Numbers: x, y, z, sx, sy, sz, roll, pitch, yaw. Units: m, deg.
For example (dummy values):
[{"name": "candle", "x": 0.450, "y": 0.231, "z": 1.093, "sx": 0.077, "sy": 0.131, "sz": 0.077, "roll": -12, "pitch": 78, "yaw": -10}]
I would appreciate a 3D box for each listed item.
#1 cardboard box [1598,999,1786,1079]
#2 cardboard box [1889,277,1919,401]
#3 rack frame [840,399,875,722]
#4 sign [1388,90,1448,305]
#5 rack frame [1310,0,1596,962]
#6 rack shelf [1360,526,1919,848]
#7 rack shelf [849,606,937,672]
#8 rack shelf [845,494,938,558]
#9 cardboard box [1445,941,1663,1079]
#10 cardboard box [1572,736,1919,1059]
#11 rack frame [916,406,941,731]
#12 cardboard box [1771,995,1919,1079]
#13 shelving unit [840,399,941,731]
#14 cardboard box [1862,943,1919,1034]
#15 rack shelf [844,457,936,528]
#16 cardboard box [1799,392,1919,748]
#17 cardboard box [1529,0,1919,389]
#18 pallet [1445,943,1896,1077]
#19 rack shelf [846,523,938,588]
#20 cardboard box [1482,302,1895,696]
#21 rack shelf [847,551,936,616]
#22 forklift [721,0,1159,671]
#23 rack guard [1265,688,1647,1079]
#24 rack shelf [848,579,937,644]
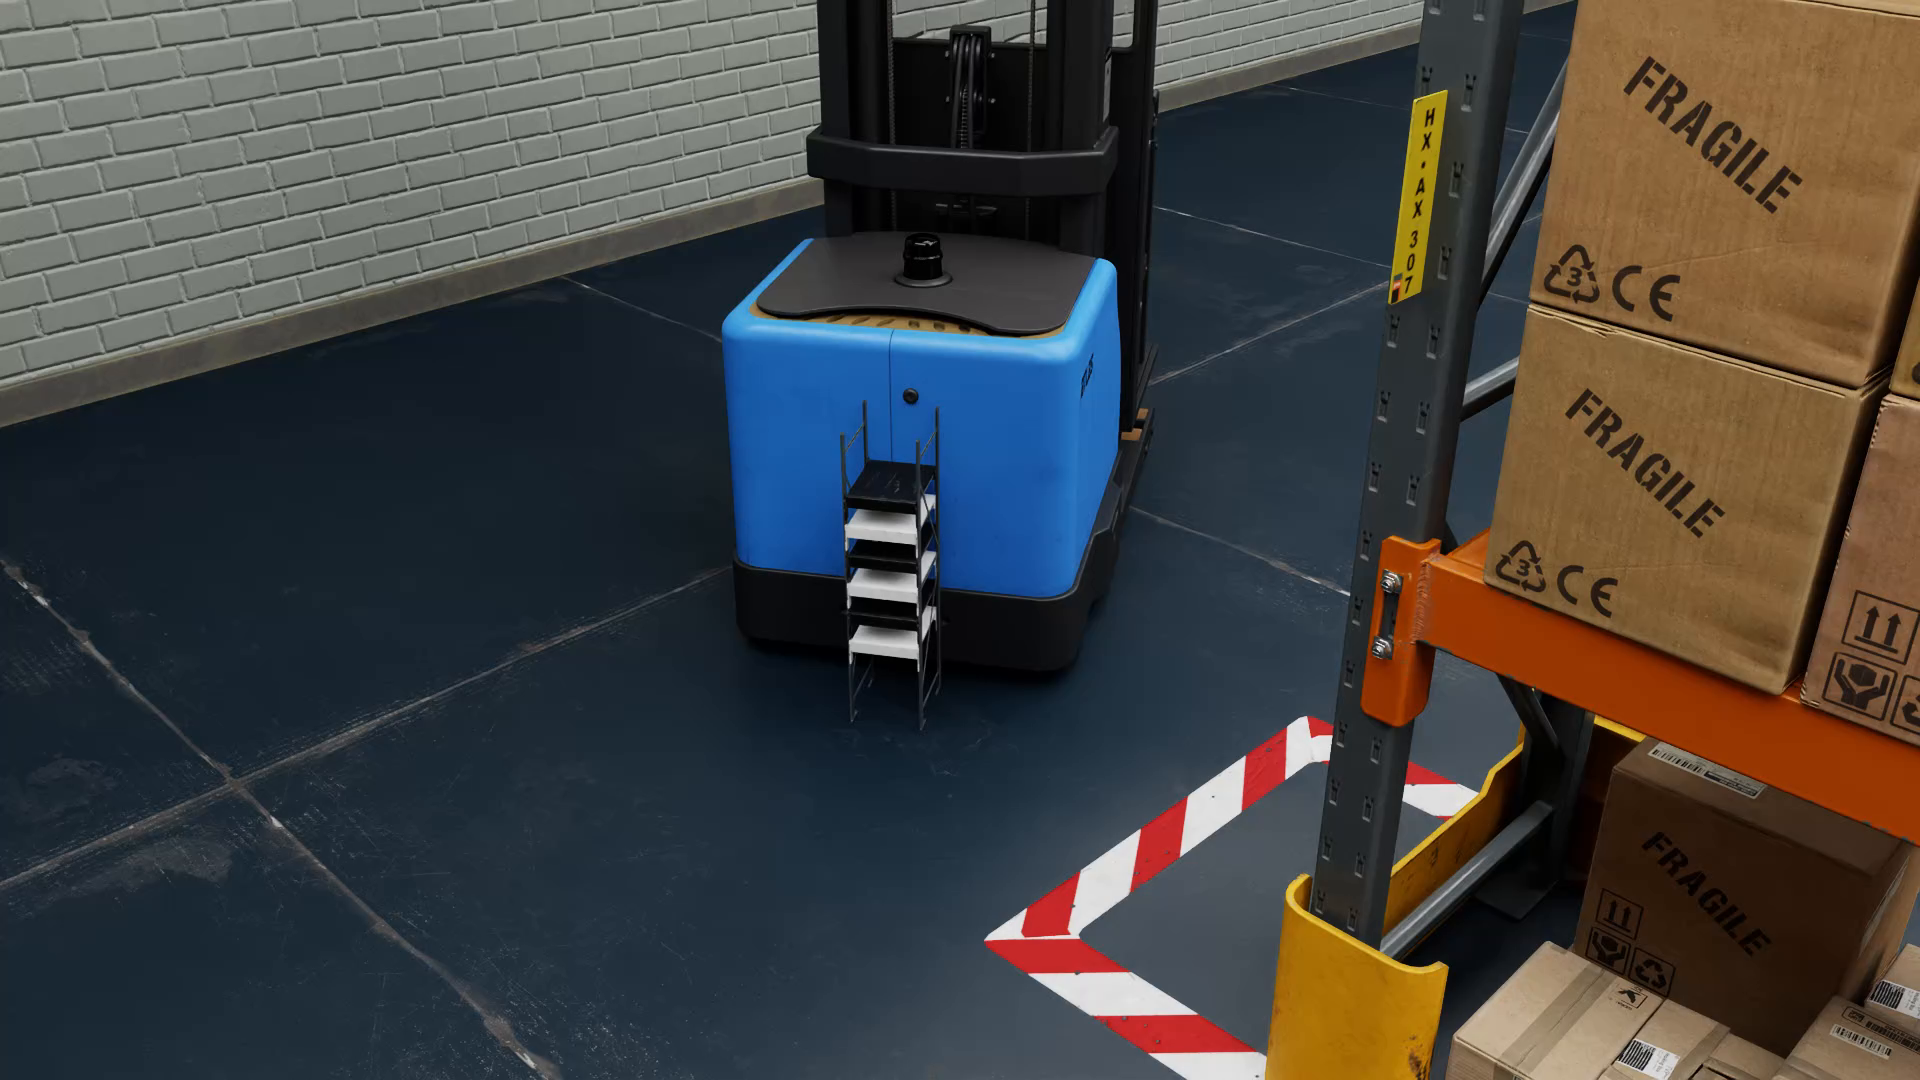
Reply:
[{"name": "cardboard box", "x": 1.338, "y": 1.058, "z": 3.086, "sx": 0.250, "sy": 0.166, "sz": 0.380, "roll": 25, "pitch": 36, "yaw": 38}, {"name": "cardboard box", "x": 1.611, "y": -0.420, "z": 2.143, "sx": 0.500, "sy": 0.500, "sz": 0.500, "roll": -25, "pitch": 37, "yaw": -39}, {"name": "rack frame", "x": -0.284, "y": 0.068, "z": 4.653, "sx": 0.006, "sy": 0.900, "sz": 0.240, "roll": 6, "pitch": 28, "yaw": 11}, {"name": "sign", "x": 0.722, "y": -0.536, "z": 2.617, "sx": 0.005, "sy": 0.325, "sz": 0.100, "roll": 25, "pitch": 36, "yaw": 38}, {"name": "rack frame", "x": 1.102, "y": -0.333, "z": 3.161, "sx": 0.127, "sy": 3.000, "sz": 1.000, "roll": 25, "pitch": 36, "yaw": 38}, {"name": "rack shelf", "x": 2.528, "y": 0.638, "z": 2.087, "sx": 4.000, "sy": 0.370, "sz": 1.077, "roll": 25, "pitch": 36, "yaw": 38}, {"name": "rack shelf", "x": -0.185, "y": 0.267, "z": 4.733, "sx": 0.200, "sy": 0.077, "sz": 0.258, "roll": 6, "pitch": 28, "yaw": 11}, {"name": "rack shelf", "x": -0.185, "y": -0.051, "z": 4.565, "sx": 0.200, "sy": 0.077, "sz": 0.258, "roll": 6, "pitch": 28, "yaw": 11}, {"name": "cardboard box", "x": 1.159, "y": 0.985, "z": 3.245, "sx": 0.250, "sy": 0.149, "sz": 0.380, "roll": 25, "pitch": 36, "yaw": 38}, {"name": "cardboard box", "x": 1.662, "y": 0.674, "z": 3.458, "sx": 0.500, "sy": 0.500, "sz": 0.500, "roll": 25, "pitch": 36, "yaw": 38}, {"name": "rack frame", "x": -0.086, "y": 0.089, "z": 4.614, "sx": 0.006, "sy": 0.900, "sz": 0.240, "roll": 6, "pitch": 28, "yaw": 11}, {"name": "cardboard box", "x": 1.647, "y": 1.124, "z": 2.872, "sx": 0.500, "sy": 0.250, "sz": 0.500, "roll": 25, "pitch": 36, "yaw": 38}, {"name": "shelving unit", "x": -0.185, "y": 0.079, "z": 4.633, "sx": 0.210, "sy": 0.900, "sz": 0.258, "roll": 6, "pitch": 28, "yaw": 11}, {"name": "cardboard box", "x": 1.888, "y": 0.984, "z": 3.228, "sx": 0.250, "sy": 0.166, "sz": 0.380, "roll": 25, "pitch": 36, "yaw": 38}, {"name": "rack shelf", "x": -0.185, "y": -0.131, "z": 4.523, "sx": 0.200, "sy": 0.077, "sz": 0.258, "roll": 6, "pitch": 28, "yaw": 11}, {"name": "cardboard box", "x": 1.605, "y": 0.021, "z": 2.379, "sx": 0.500, "sy": 0.500, "sz": 0.500, "roll": 24, "pitch": 36, "yaw": 38}, {"name": "cardboard box", "x": 1.233, "y": -0.588, "z": 2.463, "sx": 0.500, "sy": 0.500, "sz": 0.500, "roll": -24, "pitch": 36, "yaw": -38}, {"name": "pallet", "x": 1.725, "y": 1.186, "z": 3.269, "sx": 1.213, "sy": 0.211, "sz": 1.003, "roll": 25, "pitch": 36, "yaw": 38}, {"name": "rack shelf", "x": -0.185, "y": 0.029, "z": 4.607, "sx": 0.200, "sy": 0.077, "sz": 0.258, "roll": 6, "pitch": 28, "yaw": 11}, {"name": "cardboard box", "x": 1.233, "y": -0.145, "z": 2.696, "sx": 0.500, "sy": 0.500, "sz": 0.500, "roll": -24, "pitch": 36, "yaw": -38}, {"name": "rack shelf", "x": -0.185, "y": 0.108, "z": 4.649, "sx": 0.200, "sy": 0.077, "sz": 0.258, "roll": 6, "pitch": 28, "yaw": 11}, {"name": "forklift", "x": 0.135, "y": -1.580, "z": 5.605, "sx": 1.130, "sy": 2.935, "sz": 3.031, "roll": 6, "pitch": 28, "yaw": 11}, {"name": "rack guard", "x": 1.156, "y": 0.798, "z": 3.695, "sx": 0.348, "sy": 0.500, "sz": 1.175, "roll": 25, "pitch": 36, "yaw": 38}, {"name": "rack shelf", "x": -0.185, "y": 0.188, "z": 4.691, "sx": 0.200, "sy": 0.077, "sz": 0.258, "roll": 6, "pitch": 28, "yaw": 11}]
